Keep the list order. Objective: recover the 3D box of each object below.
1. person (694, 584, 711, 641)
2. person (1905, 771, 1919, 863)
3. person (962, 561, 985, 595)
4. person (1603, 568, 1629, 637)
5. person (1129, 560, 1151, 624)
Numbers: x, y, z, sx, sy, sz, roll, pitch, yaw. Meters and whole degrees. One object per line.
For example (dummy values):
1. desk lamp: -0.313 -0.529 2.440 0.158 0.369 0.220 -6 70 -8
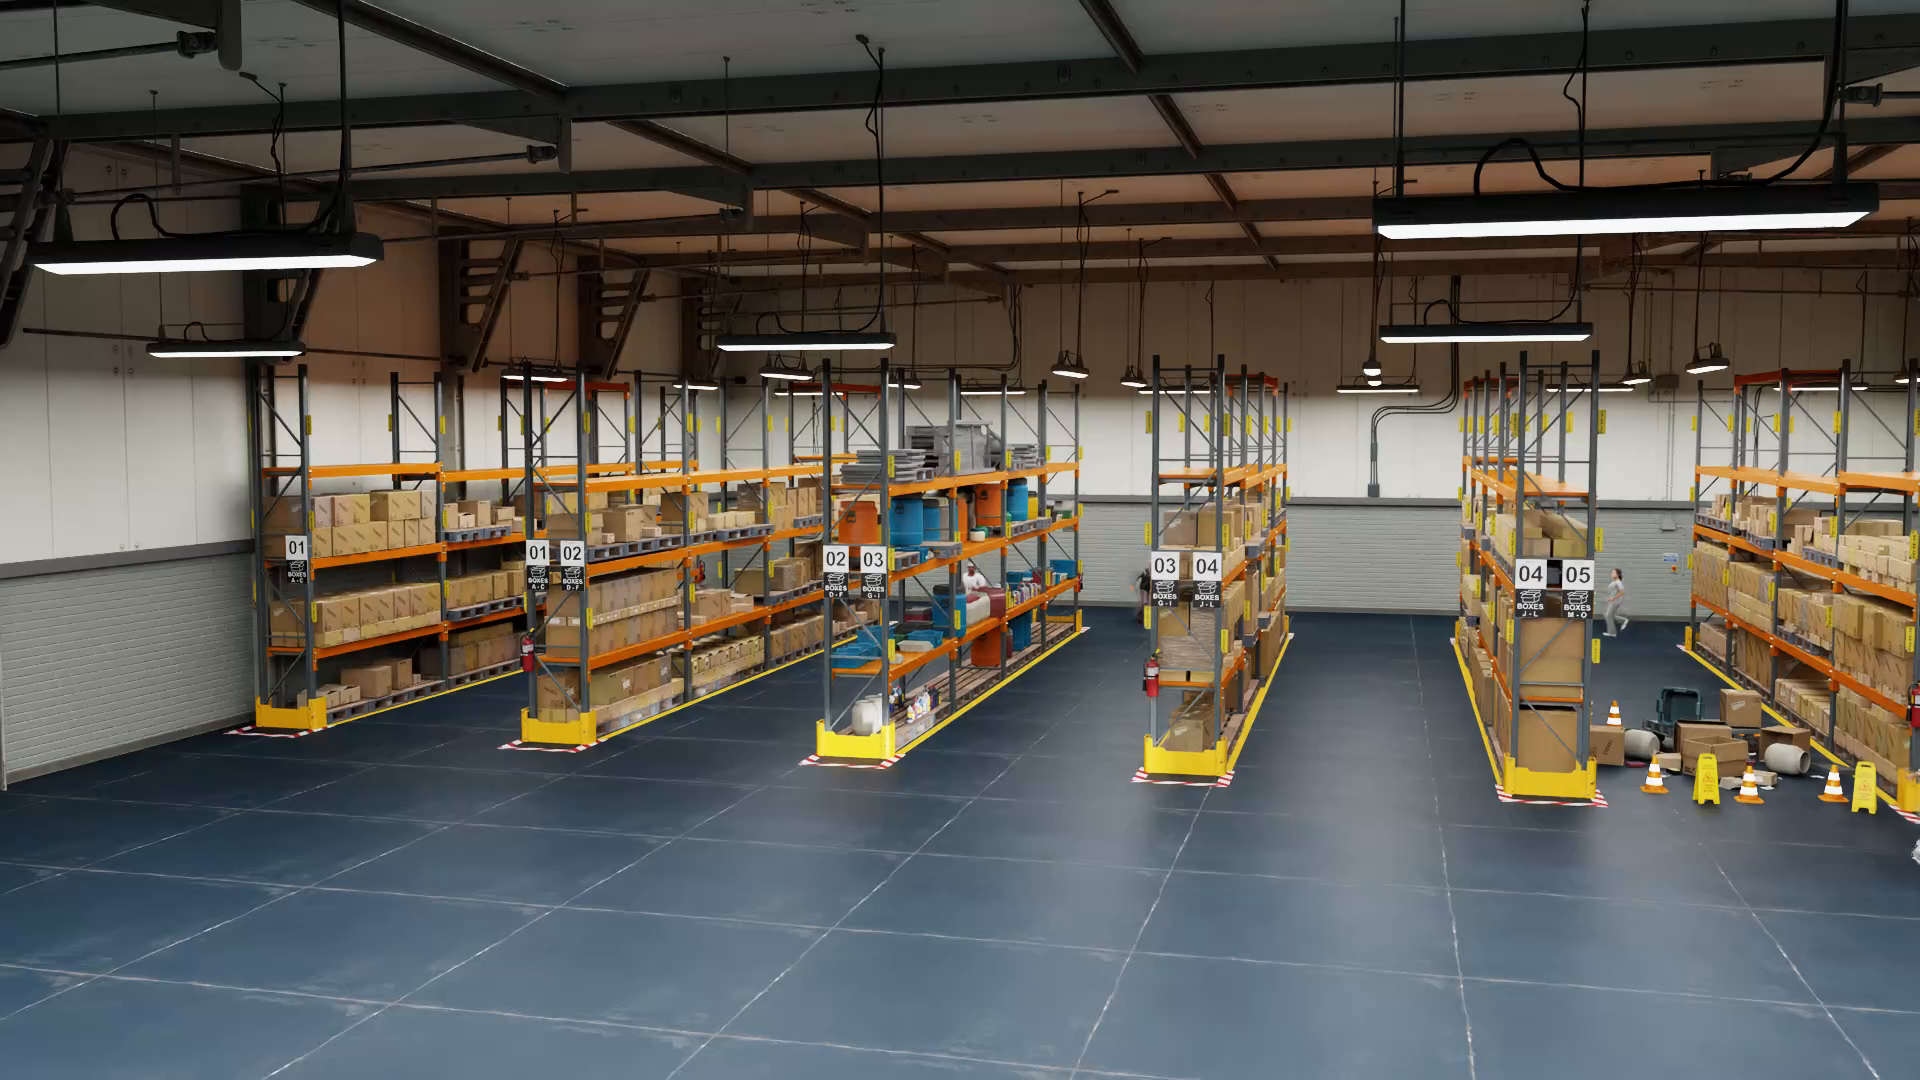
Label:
1. person: -5.640 1.717 36.310 0.604 1.575 0.707 0 4 3
2. person: 11.028 3.041 18.523 0.550 1.344 0.926 0 4 -2
3. person: 0.295 1.411 39.370 0.685 1.827 0.757 1 4 20
4. person: 15.565 1.483 39.373 0.588 1.623 0.579 0 4 7
5. person: 4.758 1.322 41.941 0.857 1.649 0.604 -2 4 -26
